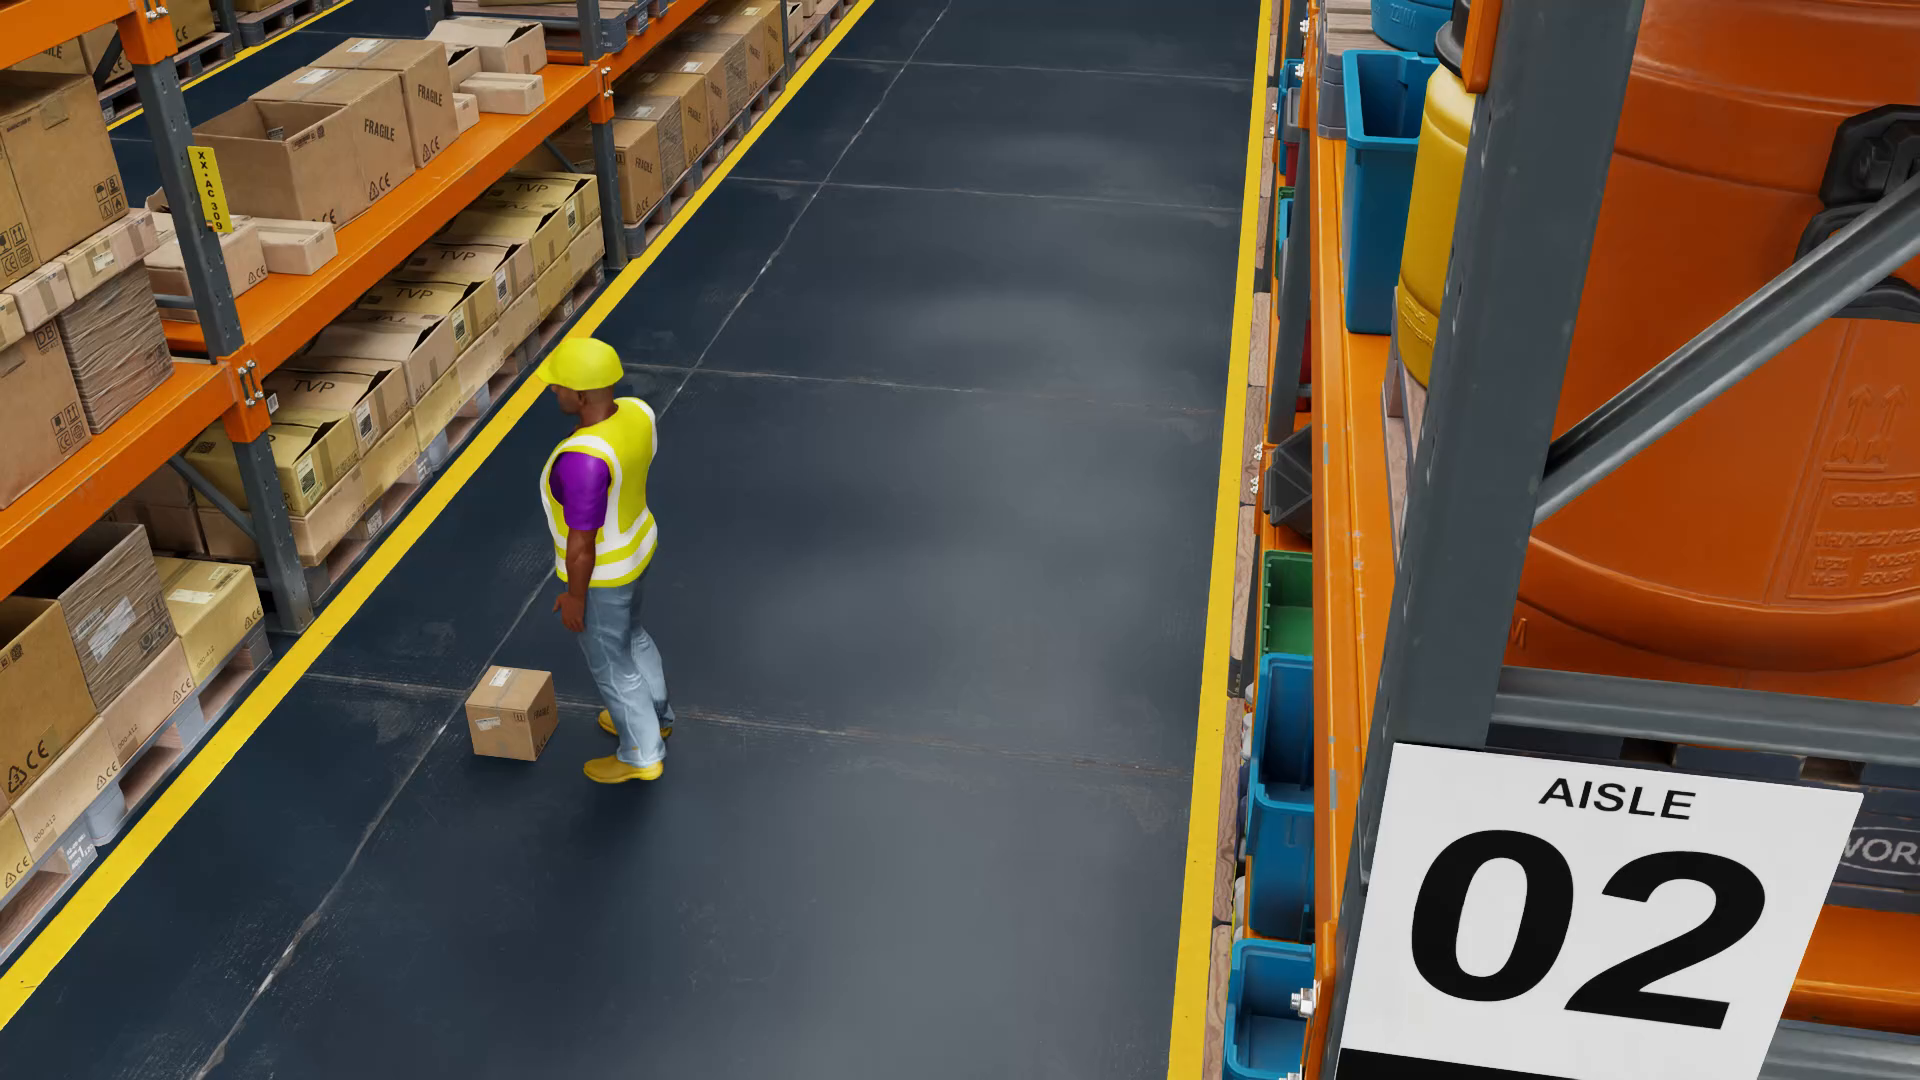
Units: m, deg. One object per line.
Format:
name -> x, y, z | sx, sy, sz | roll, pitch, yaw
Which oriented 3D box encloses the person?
person -> -1.279, 0.084, 5.994 | 0.373, 1.771, 0.565 | 6, 33, 9
